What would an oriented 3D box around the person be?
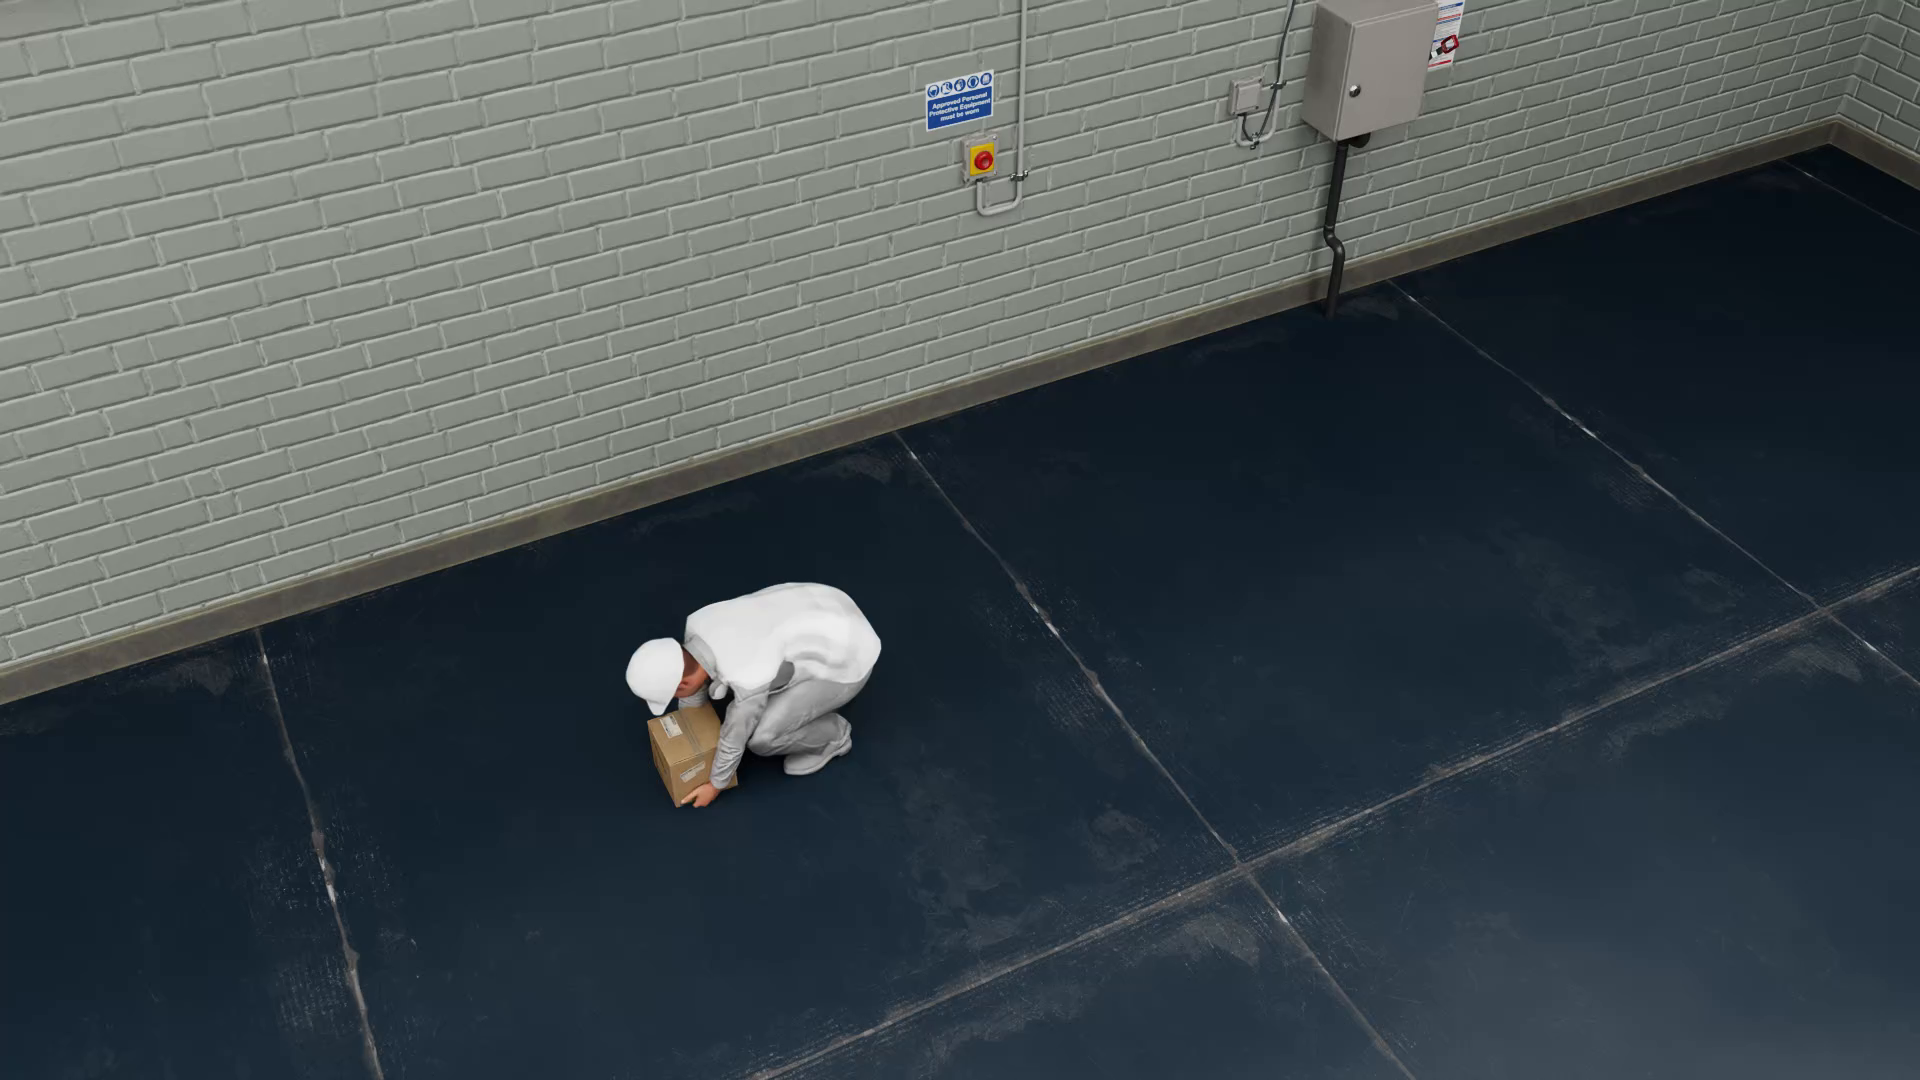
[{"bbox_3d":[-0.770,0.566,6.298,0.967,0.848,0.511,-20,45,-21],"label":"person"}]
